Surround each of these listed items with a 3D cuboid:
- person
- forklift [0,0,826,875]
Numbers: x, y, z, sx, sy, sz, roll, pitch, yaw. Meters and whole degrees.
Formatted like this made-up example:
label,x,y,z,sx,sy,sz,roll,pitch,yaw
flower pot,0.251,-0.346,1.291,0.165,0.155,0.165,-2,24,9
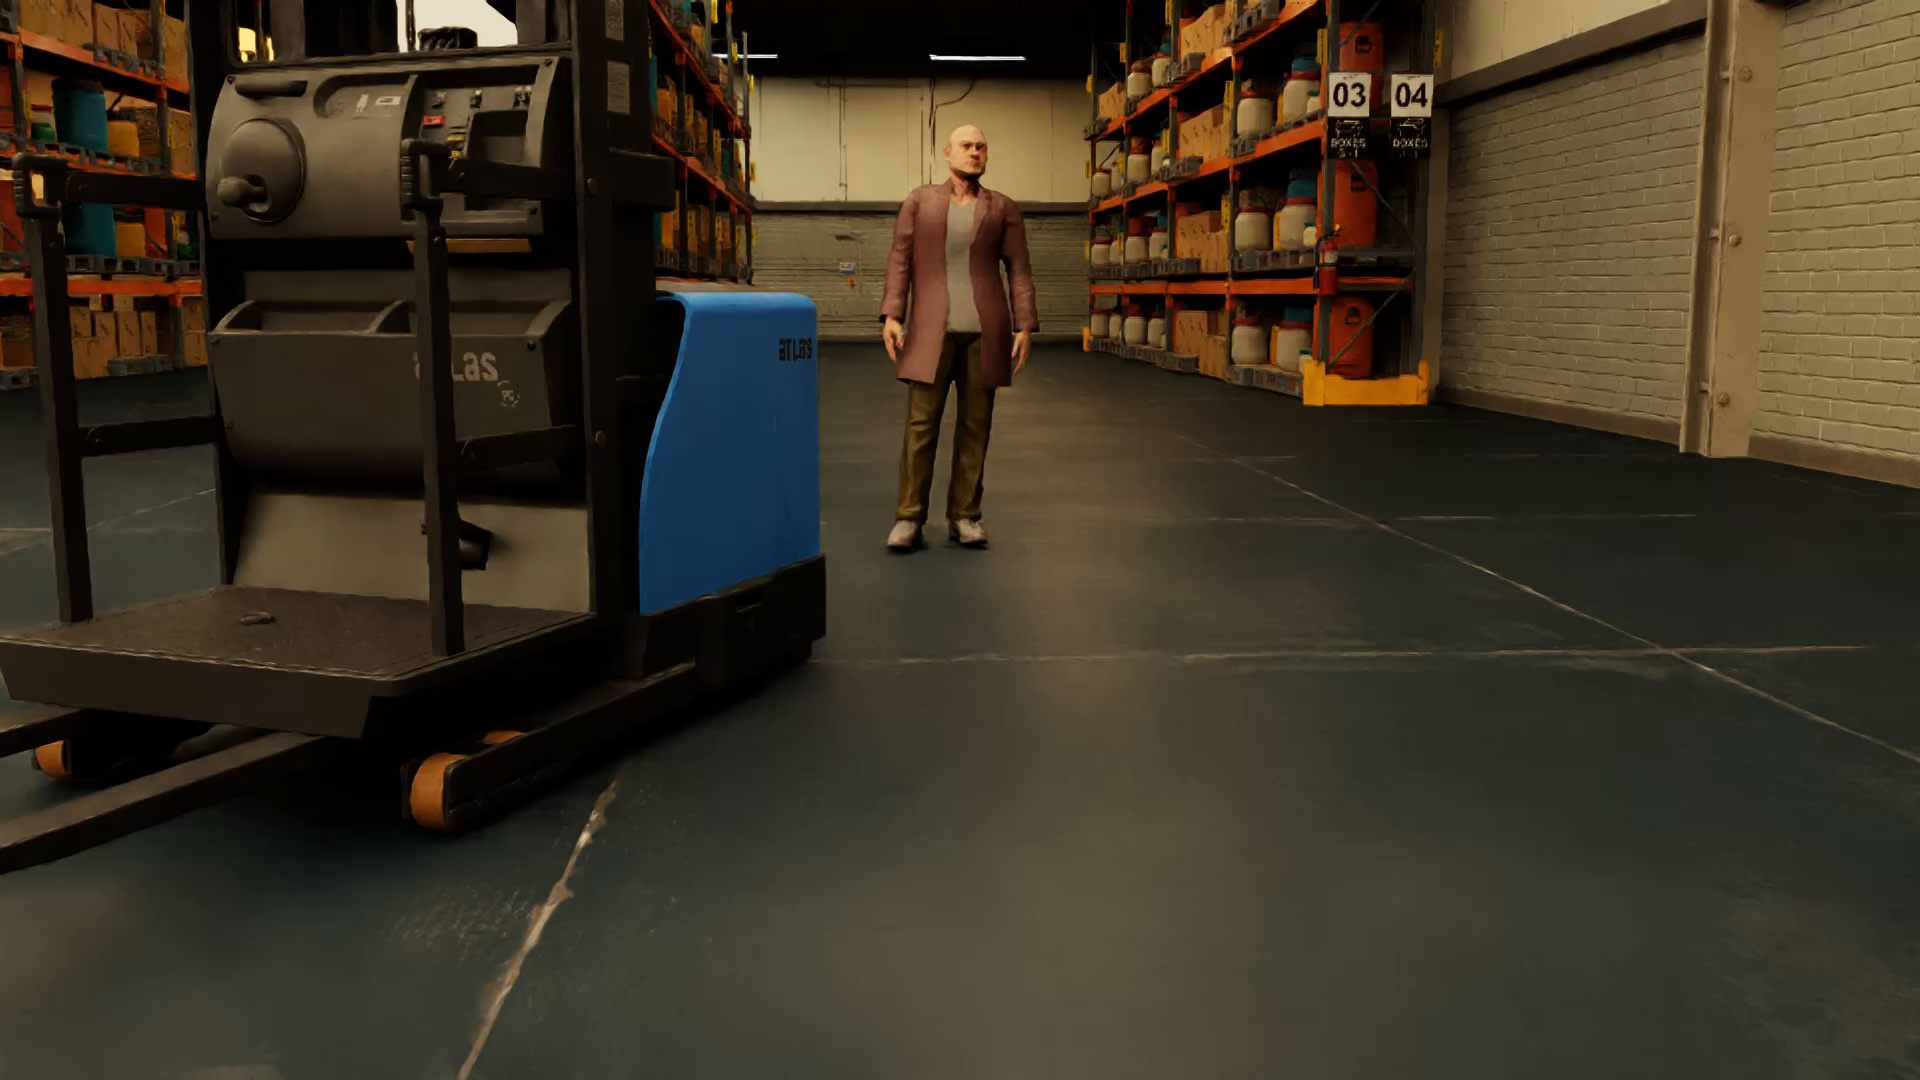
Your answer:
label,x,y,z,sx,sy,sz,roll,pitch,yaw
person,0.001,-0.867,7.086,0.694,1.764,0.575,-1,8,-4
forklift,-1.391,-0.927,3.575,1.130,2.935,3.031,3,9,20
